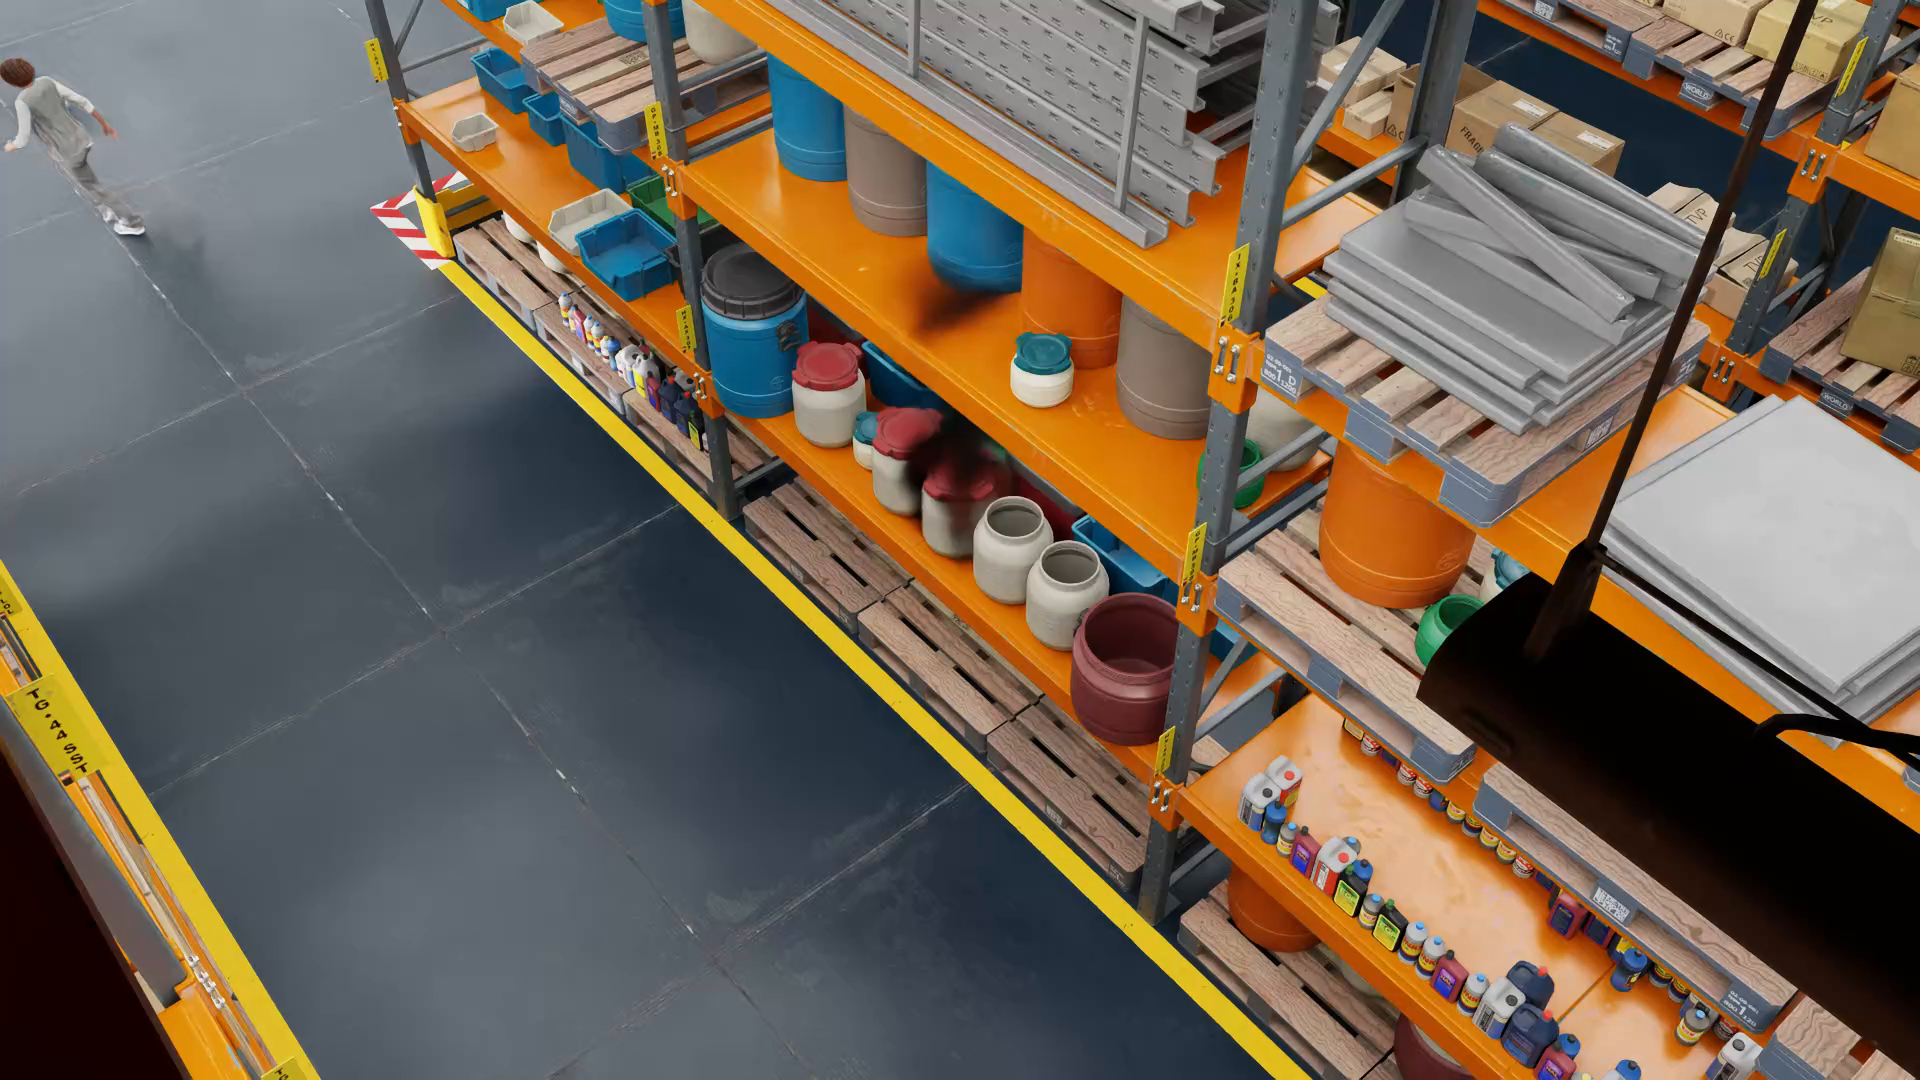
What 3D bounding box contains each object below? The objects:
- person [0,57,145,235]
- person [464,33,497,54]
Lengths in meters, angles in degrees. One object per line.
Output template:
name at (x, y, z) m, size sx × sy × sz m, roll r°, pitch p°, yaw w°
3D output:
person at (-6.877, -2.993, 12.749) m, size 0.775 × 1.551 × 0.514 m, roll 6°, pitch 47°, yaw 6°
person at (-3.836, -4.169, 13.849) m, size 0.664 × 1.613 × 0.574 m, roll -23°, pitch 51°, yaw -20°
